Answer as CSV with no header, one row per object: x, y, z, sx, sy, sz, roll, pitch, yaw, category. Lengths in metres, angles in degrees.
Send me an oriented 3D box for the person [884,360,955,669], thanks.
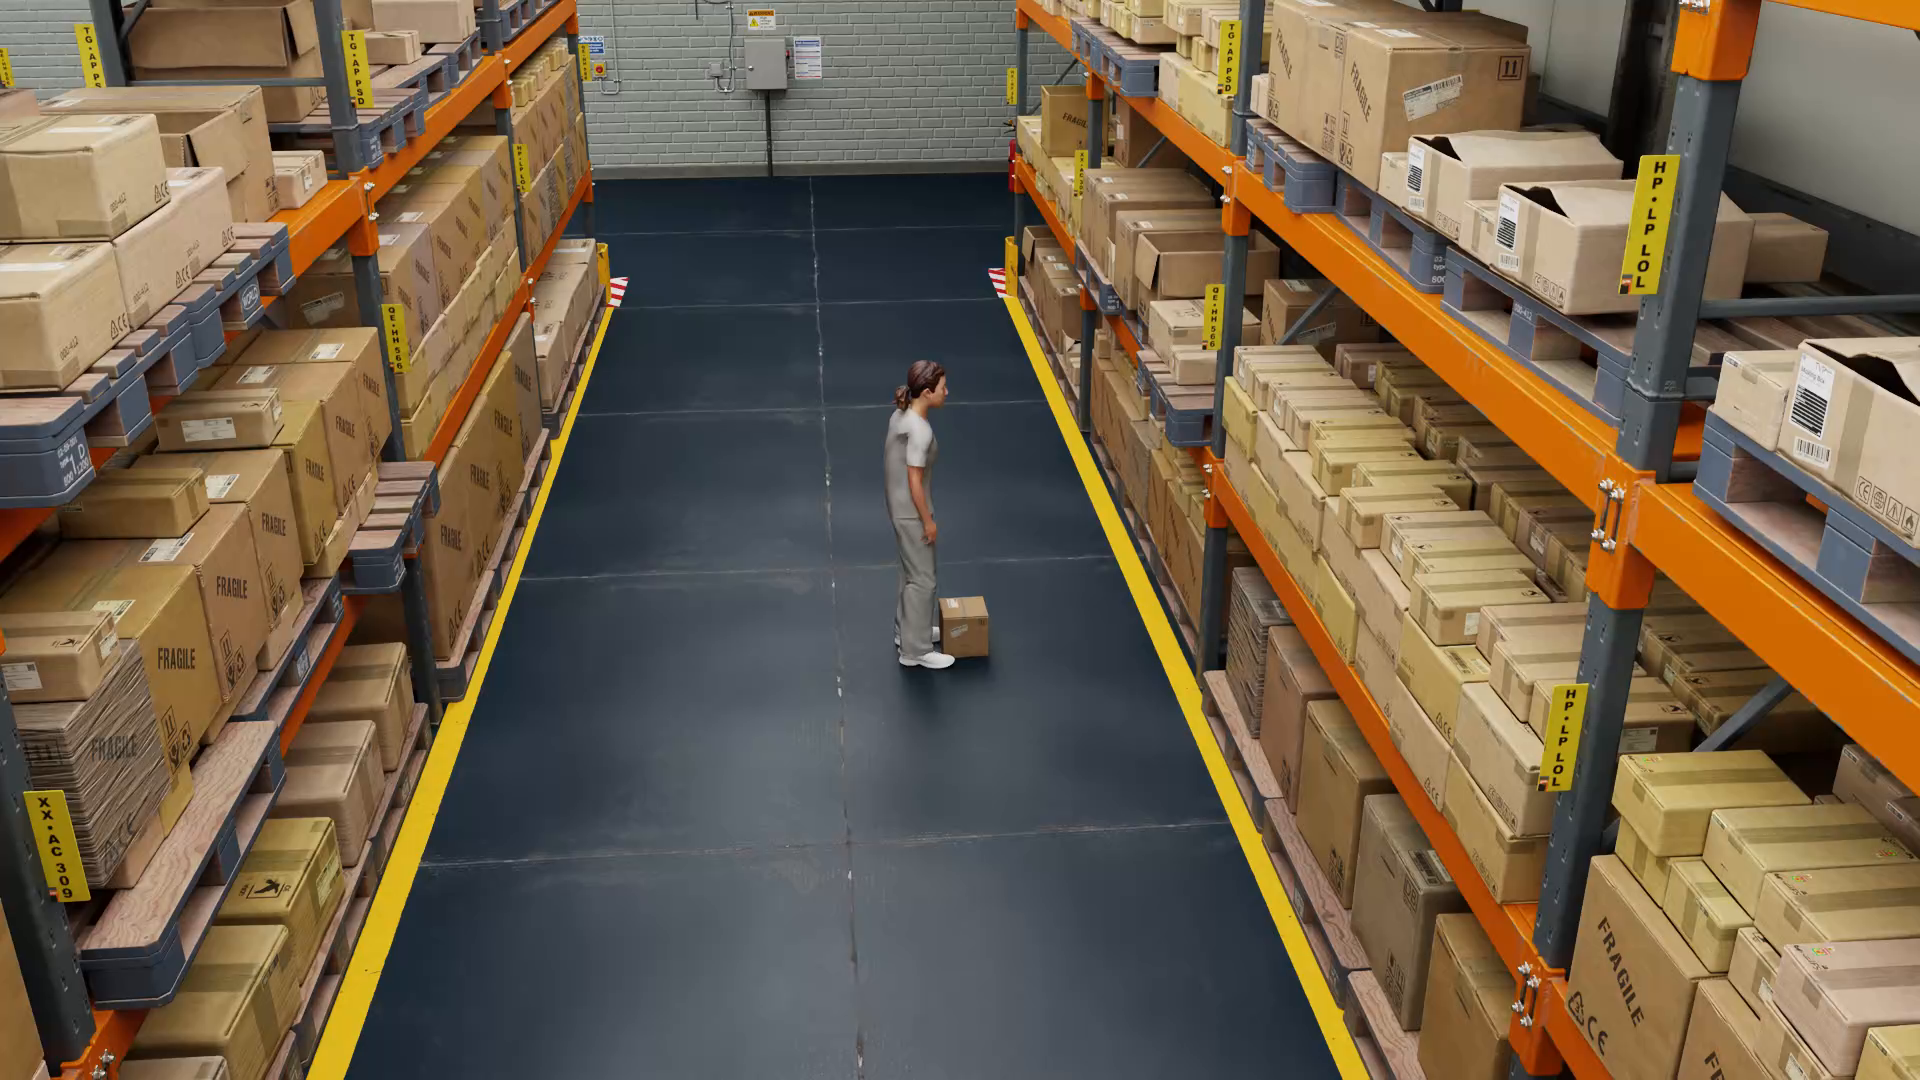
-0.226,-0.153,8.950,0.351,1.673,0.505,-3,24,-7,person
